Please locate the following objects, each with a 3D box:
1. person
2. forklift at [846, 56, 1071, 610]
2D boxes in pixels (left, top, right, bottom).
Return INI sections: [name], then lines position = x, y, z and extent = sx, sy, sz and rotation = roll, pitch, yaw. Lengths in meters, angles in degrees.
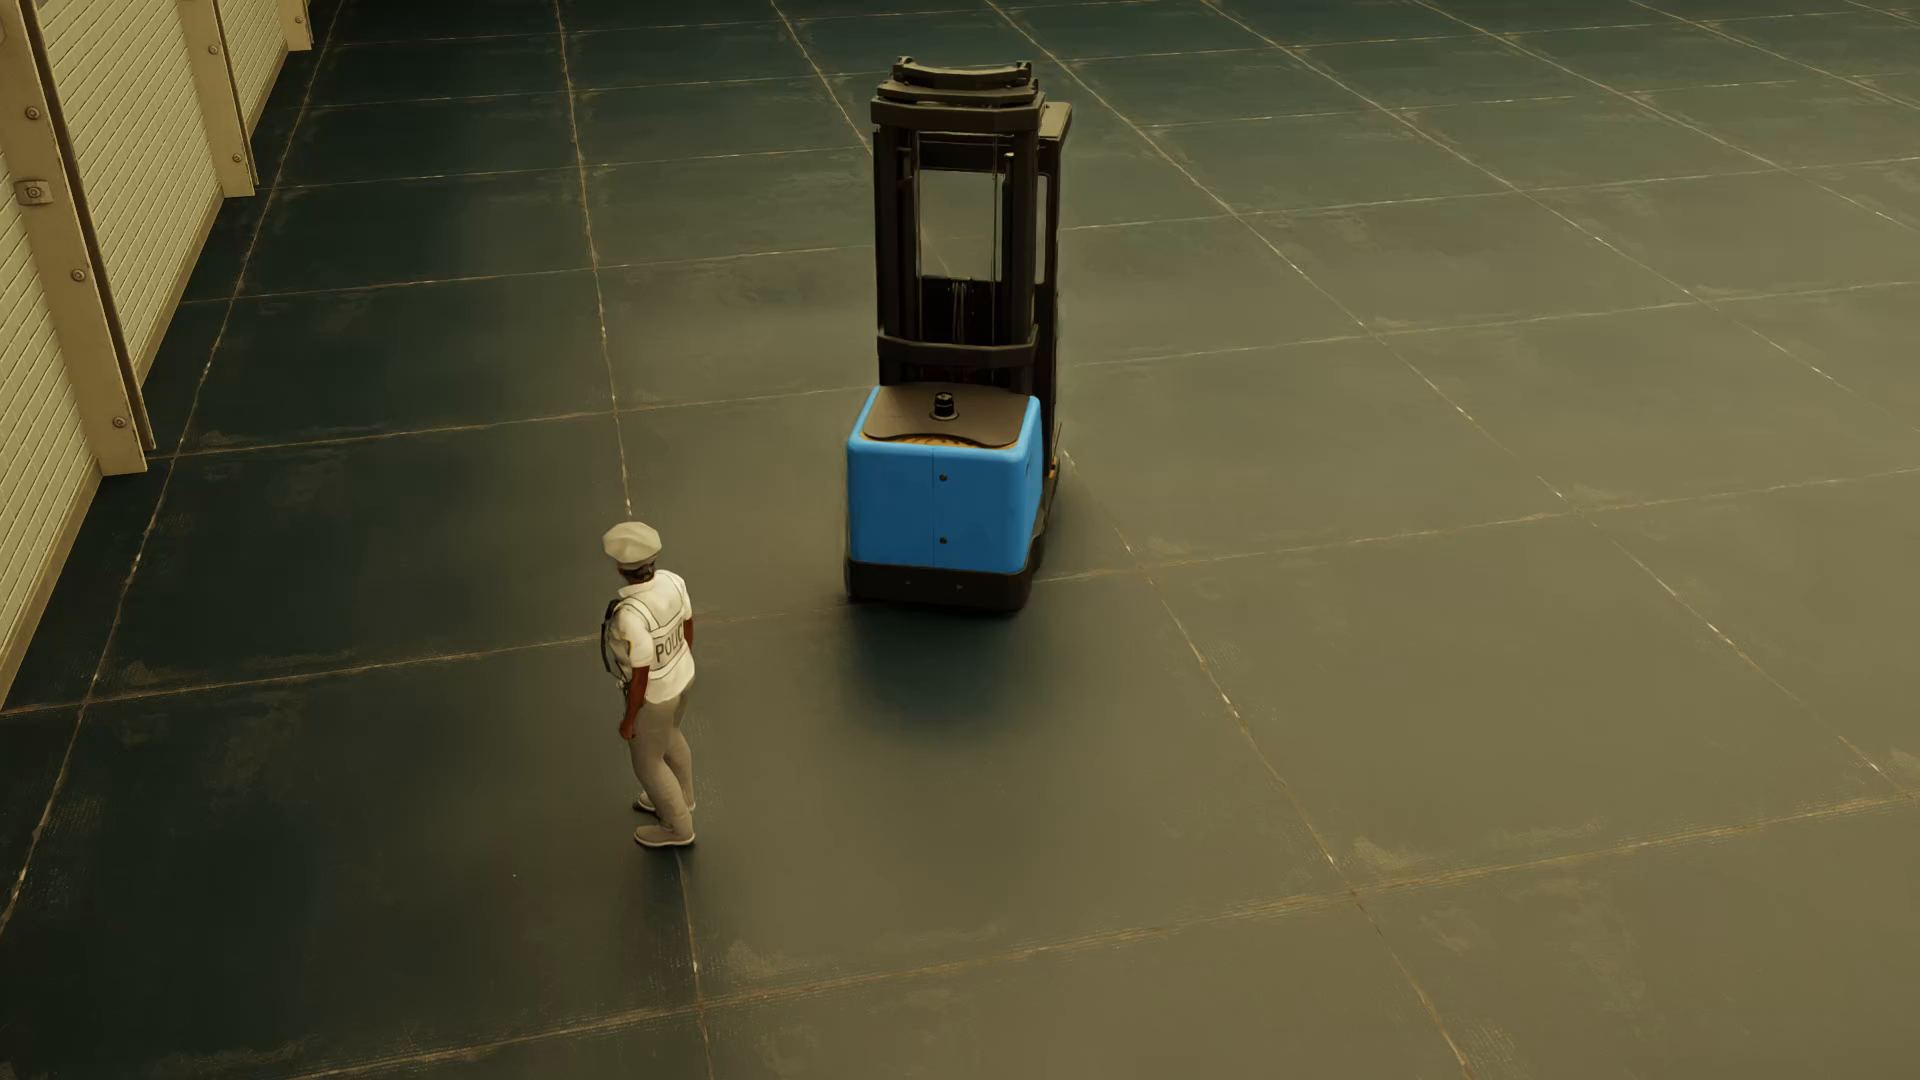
[person]
position = -1.433, 0.670, 7.681
extent = 0.405, 1.669, 0.591
rotation = 9, 31, 15
[forklift]
position = 0.075, -1.582, 10.308
extent = 1.130, 2.935, 3.031
rotation = 4, 30, 8
